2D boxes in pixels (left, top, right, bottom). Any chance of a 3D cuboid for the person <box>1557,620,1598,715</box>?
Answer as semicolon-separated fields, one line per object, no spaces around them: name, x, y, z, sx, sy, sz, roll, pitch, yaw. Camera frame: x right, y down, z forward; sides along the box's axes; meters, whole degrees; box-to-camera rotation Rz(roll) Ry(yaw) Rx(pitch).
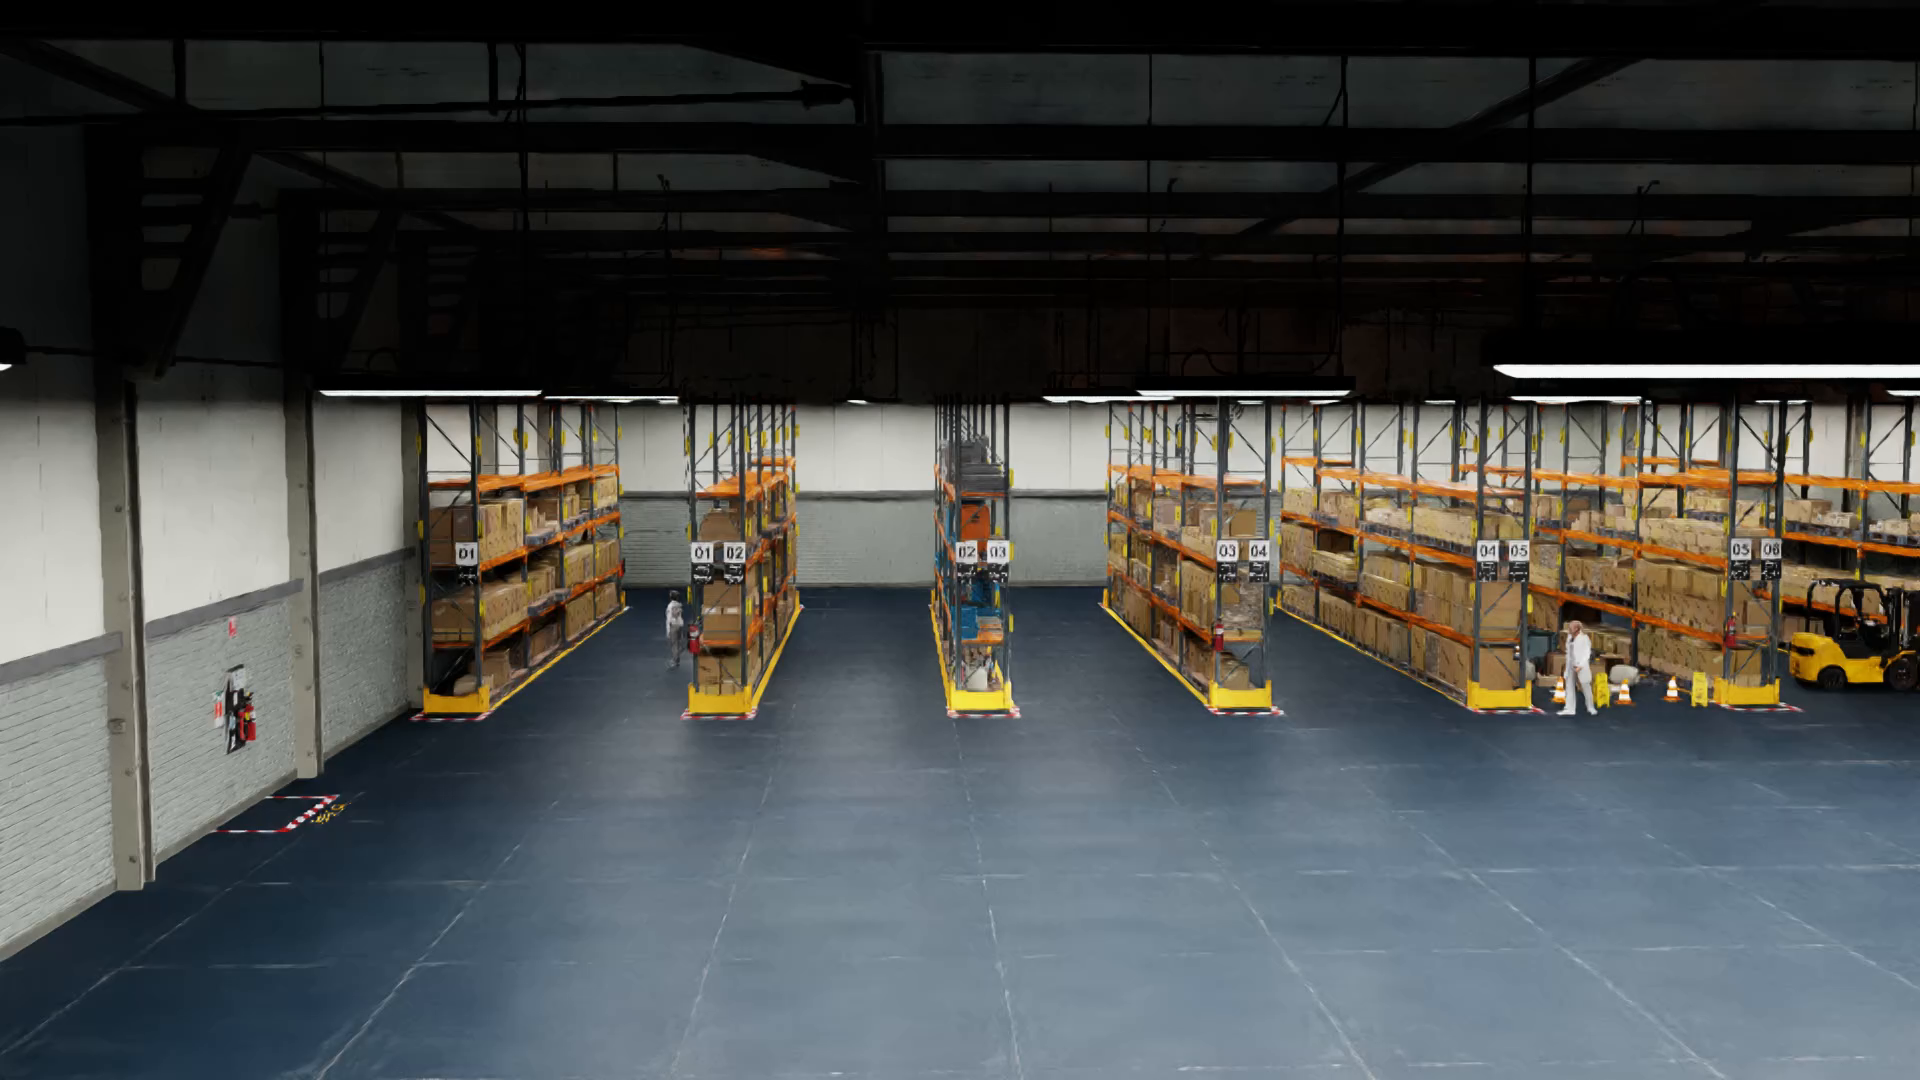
person;11.482;2.369;30.867;0.768;1.770;0.603;-3;5;-32

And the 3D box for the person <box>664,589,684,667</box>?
person;-6.346;1.936;36.733;0.459;1.677;0.525;2;5;28

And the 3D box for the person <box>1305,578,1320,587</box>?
person;10.649;0.888;50.157;0.553;1.650;0.591;3;6;34
